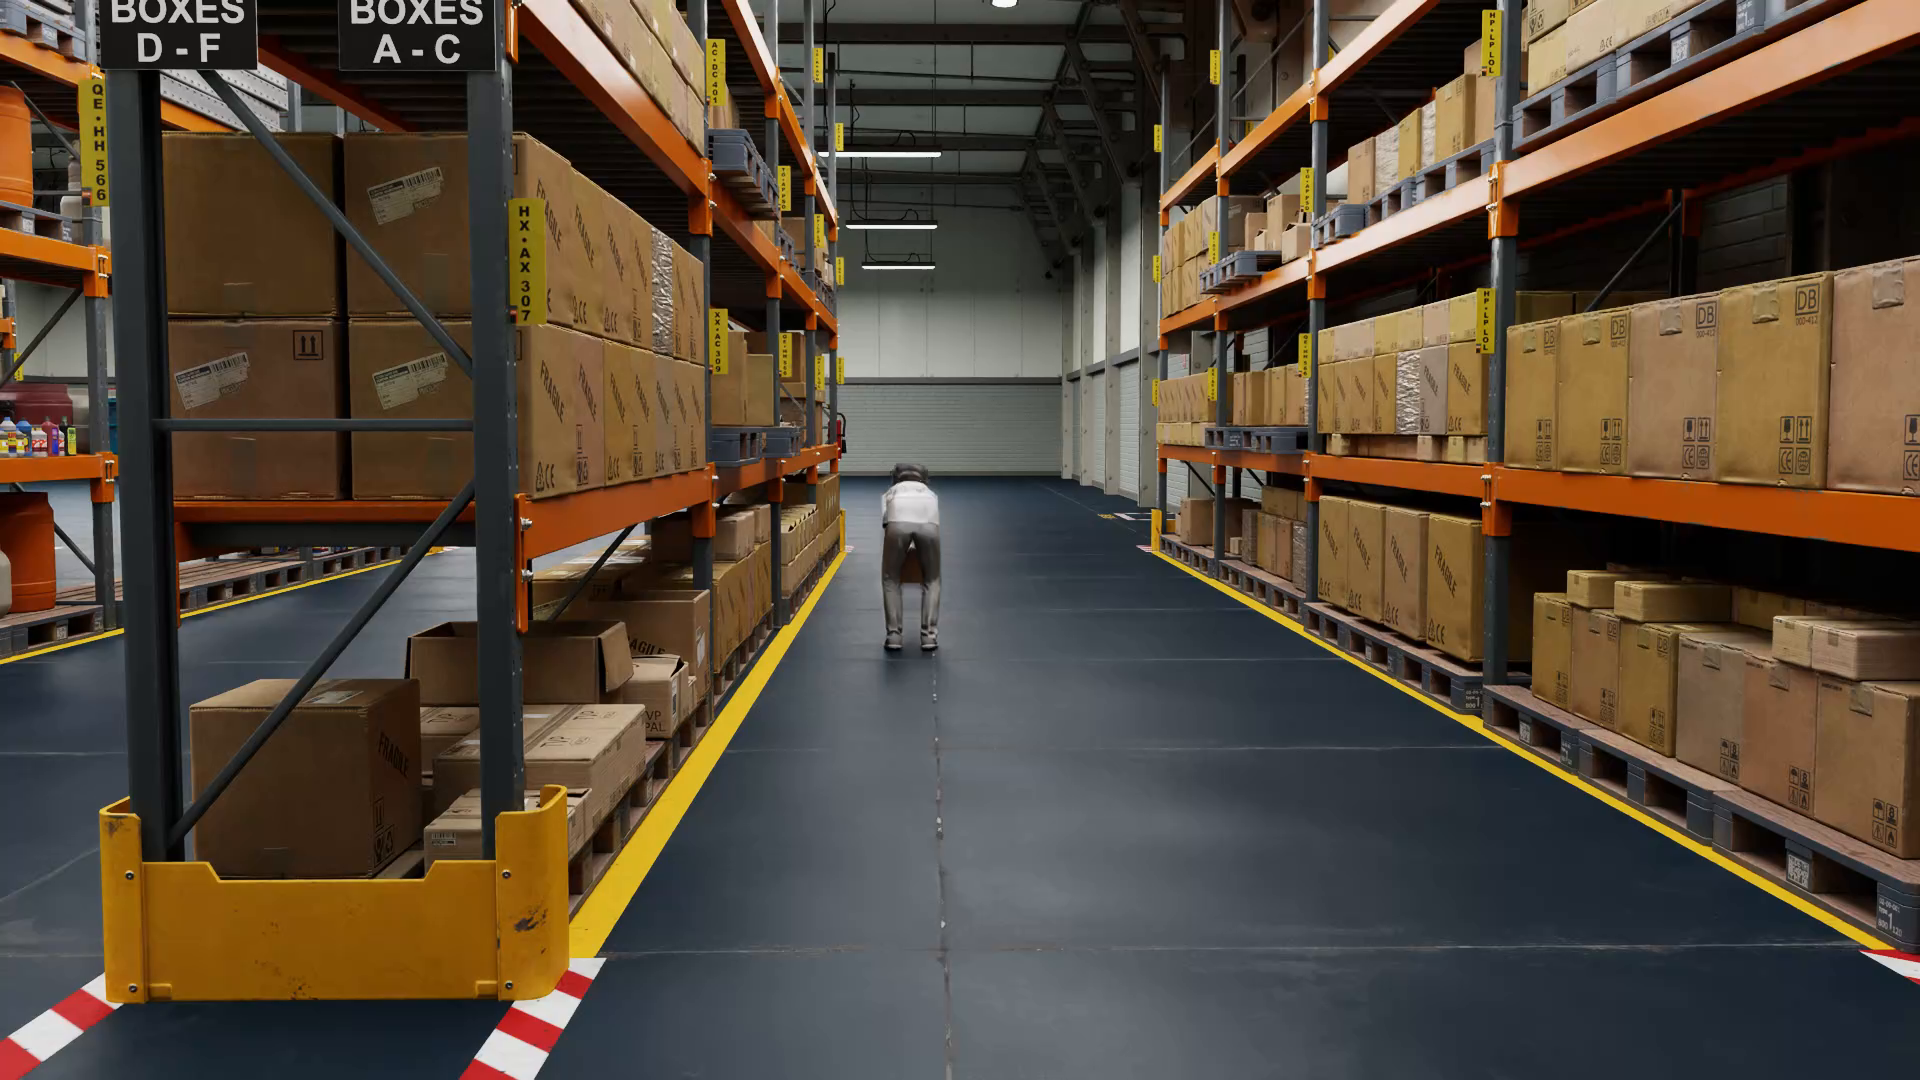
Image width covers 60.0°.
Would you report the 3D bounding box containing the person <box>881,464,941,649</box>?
[{"bbox_3d":[-0.341,0.106,11.534,0.404,1.251,0.906,0,4,-3],"label":"person"}]
